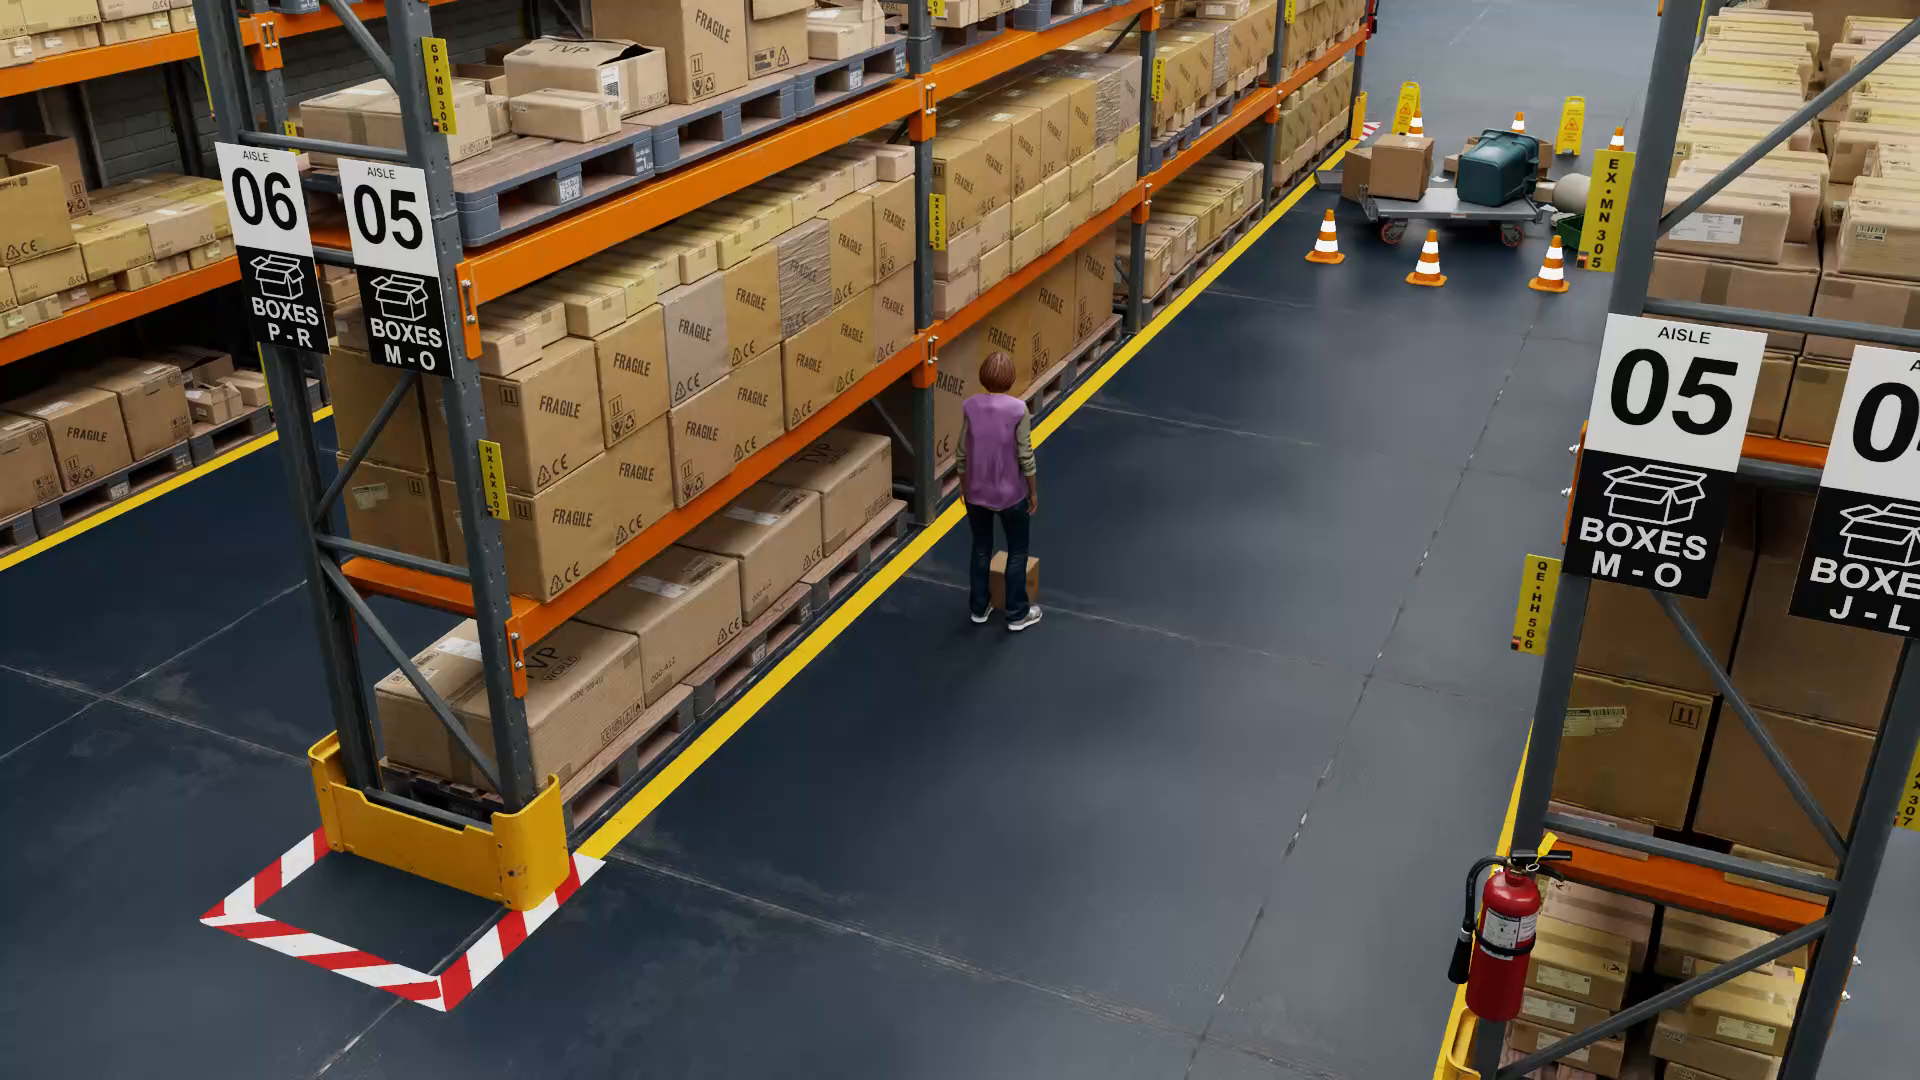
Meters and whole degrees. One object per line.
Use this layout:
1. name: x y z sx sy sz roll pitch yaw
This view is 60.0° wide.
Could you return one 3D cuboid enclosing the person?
1. person: 0.207 -0.255 9.138 0.473 1.592 0.349 10 28 19
